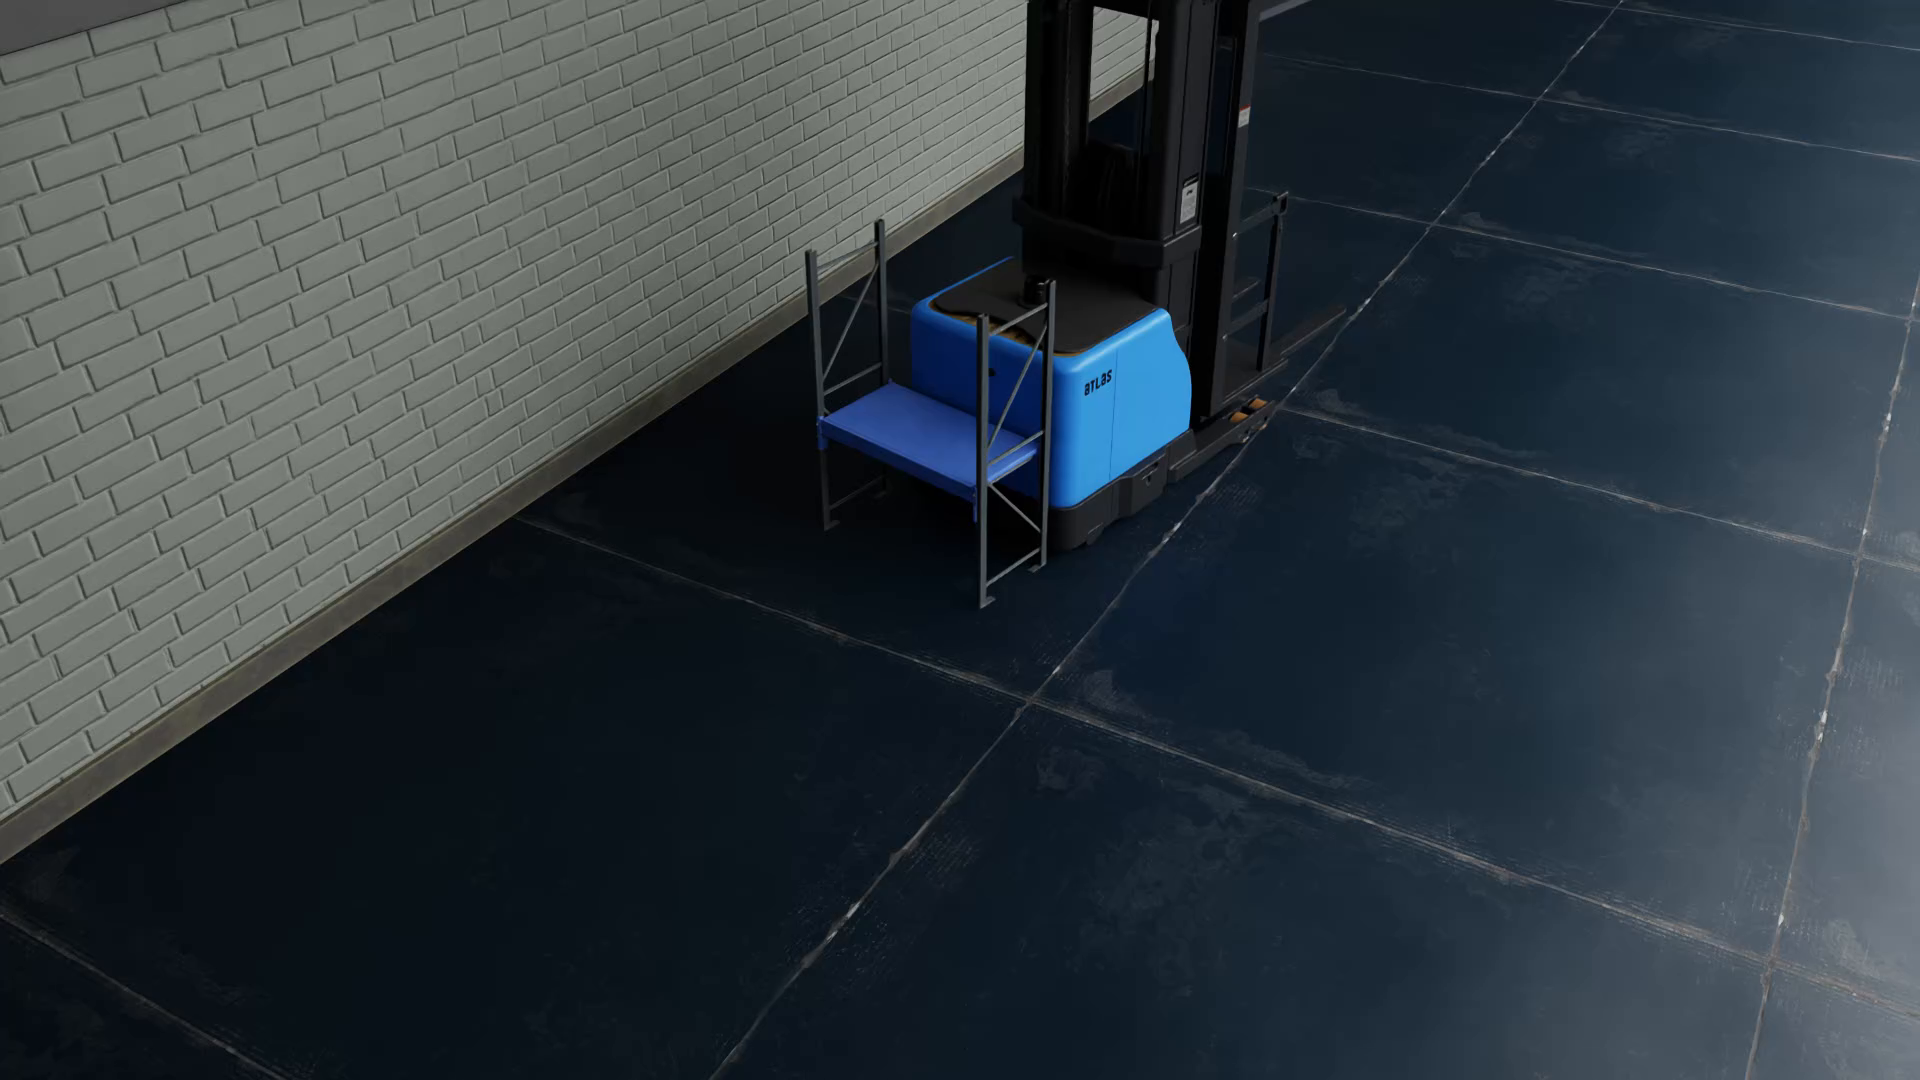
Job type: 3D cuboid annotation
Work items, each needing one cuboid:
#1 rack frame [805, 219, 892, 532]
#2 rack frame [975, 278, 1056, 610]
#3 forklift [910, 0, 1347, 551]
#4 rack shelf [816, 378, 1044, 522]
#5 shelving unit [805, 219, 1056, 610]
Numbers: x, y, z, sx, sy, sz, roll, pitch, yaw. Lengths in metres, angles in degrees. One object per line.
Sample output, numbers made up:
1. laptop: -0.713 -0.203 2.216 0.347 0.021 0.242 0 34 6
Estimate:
1. rack frame: -0.526 -0.776 8.062 0.032 1.500 0.500 25 41 33
2. rack frame: 0.245 -0.409 7.510 0.032 1.500 0.500 25 41 33
3. forklift: 1.082 -1.908 8.471 1.130 2.935 3.031 25 41 33
4. rack shelf: -0.141 -0.443 7.886 1.000 0.185 0.538 25 41 33
5. shelving unit: -0.141 -0.592 7.786 1.048 1.500 0.538 25 41 33
